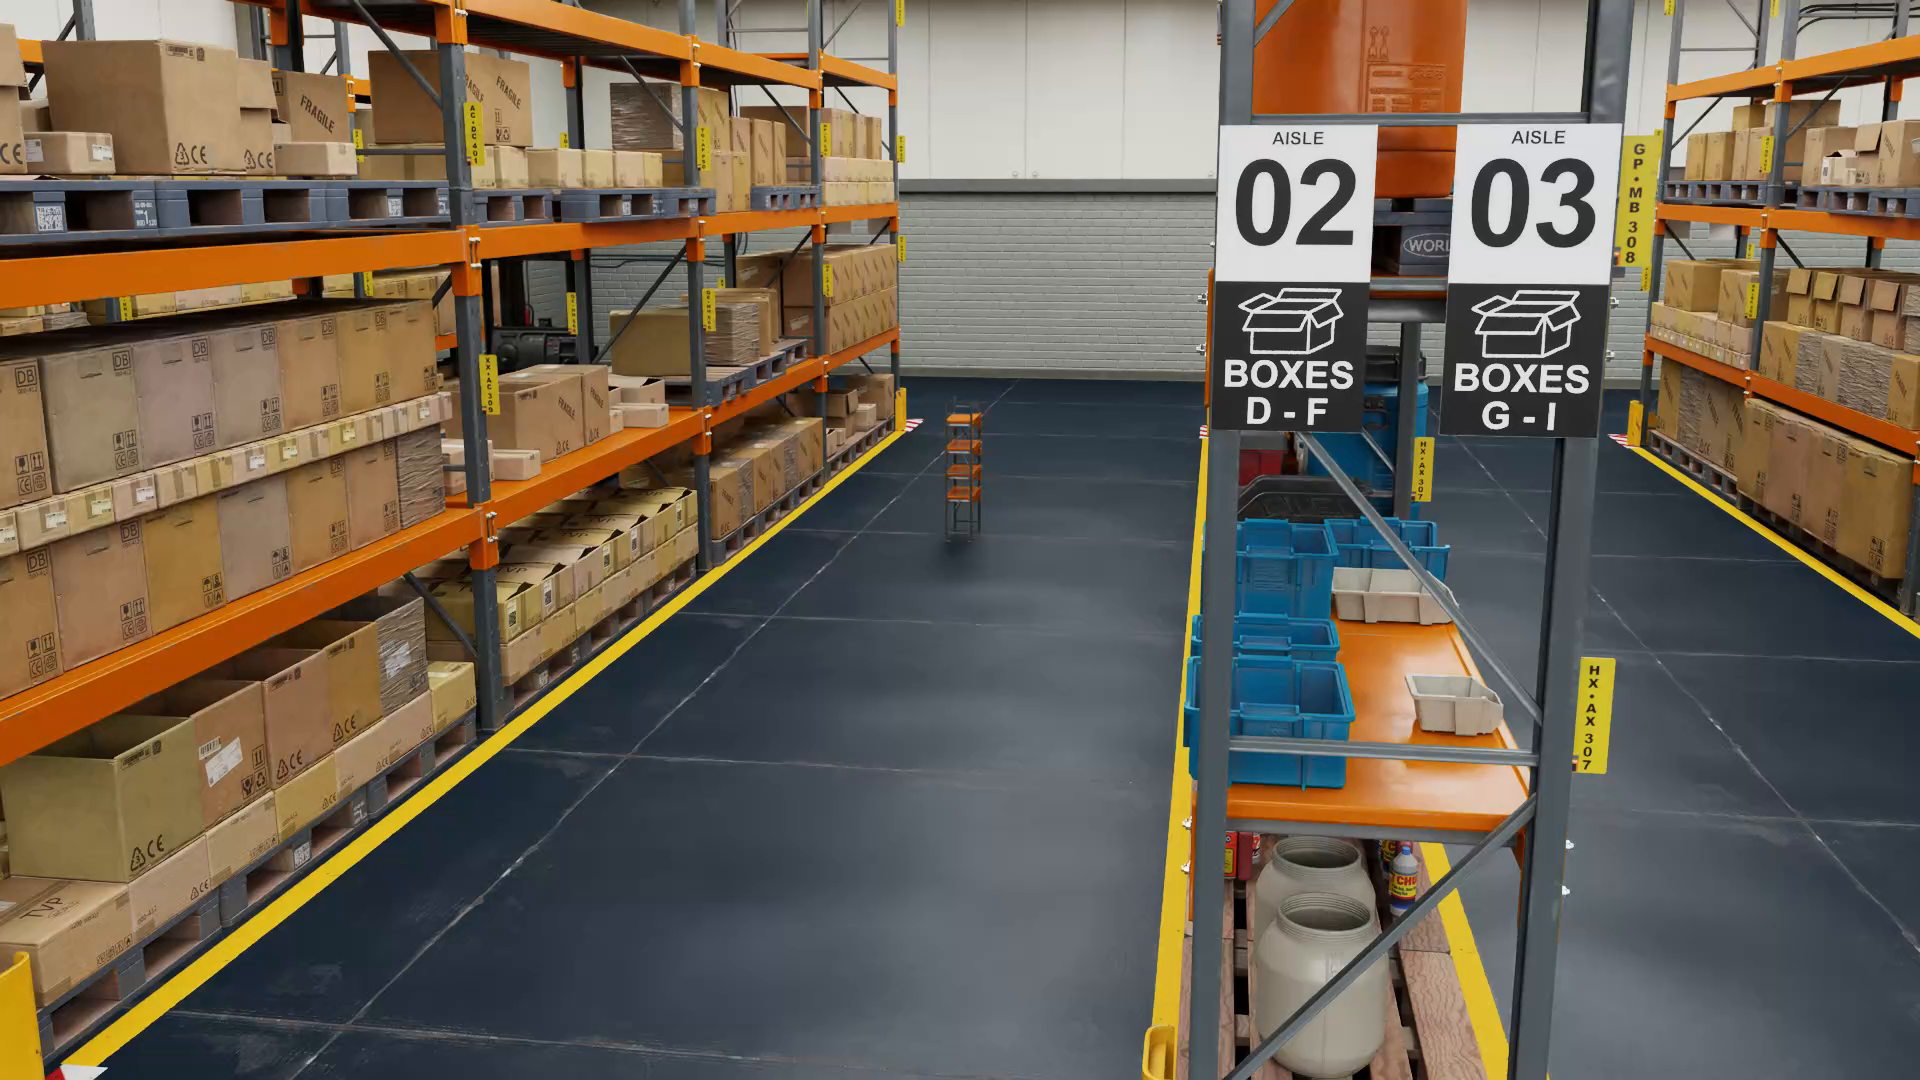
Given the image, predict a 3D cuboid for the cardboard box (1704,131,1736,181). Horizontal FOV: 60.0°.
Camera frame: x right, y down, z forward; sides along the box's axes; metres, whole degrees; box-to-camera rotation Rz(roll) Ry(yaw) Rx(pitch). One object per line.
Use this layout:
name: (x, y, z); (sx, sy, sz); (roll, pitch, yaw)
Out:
cardboard box: (8.259, -4.014, 17.409); (0.700, 0.500, 0.500); (1, 12, 5)

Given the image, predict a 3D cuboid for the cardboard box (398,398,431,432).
cardboard box: (-2.981, -0.652, 8.622); (0.380, 0.149, 0.250); (2, 12, 7)

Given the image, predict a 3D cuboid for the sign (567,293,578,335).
sign: (-3.033, -1.777, 13.057); (0.100, 0.325, 0.005); (2, 12, 9)

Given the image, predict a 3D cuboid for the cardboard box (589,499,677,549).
cardboard box: (-2.406, -0.144, 12.239); (0.500, 0.311, 0.500); (2, 12, 8)

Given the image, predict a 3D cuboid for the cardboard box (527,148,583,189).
cardboard box: (-2.756, -2.395, 10.728); (0.500, 0.250, 0.500); (1, 12, 4)

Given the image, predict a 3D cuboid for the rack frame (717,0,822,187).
rack frame: (-1.880, -4.999, 16.330); (1.000, 3.000, 0.127); (2, 12, 9)

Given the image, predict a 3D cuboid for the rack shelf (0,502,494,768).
rack shelf: (-3.418, 0.367, 7.378); (1.077, 0.370, 4.000); (2, 12, 9)

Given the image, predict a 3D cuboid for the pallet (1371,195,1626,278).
pallet: (1.392, -0.950, 5.111); (1.003, 0.211, 1.213); (2, 12, 9)

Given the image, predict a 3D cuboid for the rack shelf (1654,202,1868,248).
rack shelf: (8.215, -3.276, 17.160); (1.077, 0.370, 4.000); (2, 12, 9)

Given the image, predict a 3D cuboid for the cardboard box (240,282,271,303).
cardboard box: (-6.839, -2.373, 15.613); (0.500, 0.250, 0.500); (2, 12, 7)

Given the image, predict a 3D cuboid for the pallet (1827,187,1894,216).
pallet: (7.508, -2.655, 13.020); (1.003, 0.211, 1.213); (2, 12, 11)

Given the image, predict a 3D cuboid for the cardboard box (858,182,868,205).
cardboard box: (-1.328, -3.865, 18.543); (0.500, 0.250, 0.500); (2, 12, 9)

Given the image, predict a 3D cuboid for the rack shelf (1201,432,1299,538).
rack shelf: (2.091, -0.304, 10.494); (1.077, 0.370, 4.000); (2, 12, 9)

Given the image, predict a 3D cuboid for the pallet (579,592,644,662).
pallet: (-2.851, 0.553, 11.428); (1.003, 0.211, 1.213); (2, 12, 9)

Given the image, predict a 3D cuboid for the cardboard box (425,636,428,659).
cardboard box: (-3.333, 0.642, 9.924); (0.500, 0.250, 0.500); (2, 12, 8)

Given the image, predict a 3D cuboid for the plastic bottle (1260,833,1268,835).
plastic bottle: (1.305, 1.159, 7.418); (0.152, 0.276, 0.135); (2, 12, 9)

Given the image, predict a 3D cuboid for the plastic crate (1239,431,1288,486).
plastic crate: (1.555, -0.382, 8.993); (0.402, 0.464, 0.583); (2, 12, 9)

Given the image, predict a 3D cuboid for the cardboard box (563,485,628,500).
cardboard box: (-2.866, -0.270, 12.823); (0.500, 0.311, 0.500); (2, 12, 11)

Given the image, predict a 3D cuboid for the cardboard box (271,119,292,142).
cardboard box: (-3.532, -1.889, 7.900); (0.500, 0.311, 0.500); (1, 12, 6)

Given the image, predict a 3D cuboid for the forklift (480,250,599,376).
forklift: (-4.283, -1.935, 16.515); (1.130, 2.935, 3.031); (2, 12, 8)

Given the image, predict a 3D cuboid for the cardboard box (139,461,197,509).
cardboard box: (-3.295, -0.224, 6.636); (0.380, 0.149, 0.250); (1, 12, 7)

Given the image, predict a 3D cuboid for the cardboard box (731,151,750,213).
cardboard box: (-2.303, -3.055, 14.193); (0.910, 0.500, 0.500); (2, 12, 9)

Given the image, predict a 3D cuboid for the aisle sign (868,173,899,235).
aisle sign: (-0.952, -4.174, 20.572); (0.394, 0.787, 0.004); (2, 12, 9)

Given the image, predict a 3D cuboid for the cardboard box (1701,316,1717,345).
cardboard box: (7.872, -2.131, 16.913); (0.500, 0.250, 0.500); (2, 12, 10)

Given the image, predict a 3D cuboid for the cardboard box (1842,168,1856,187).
cardboard box: (7.530, -2.988, 13.719); (0.380, 0.149, 0.250); (1, 12, 6)

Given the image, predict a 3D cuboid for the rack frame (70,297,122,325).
rack frame: (-7.391, -1.393, 13.839); (1.000, 3.000, 0.127); (2, 12, 9)

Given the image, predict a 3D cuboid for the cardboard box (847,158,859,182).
cardboard box: (-1.396, -4.005, 18.006); (0.500, 0.250, 0.500); (2, 12, 9)

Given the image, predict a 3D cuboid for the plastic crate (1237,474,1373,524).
plastic crate: (1.577, -0.105, 8.006); (0.767, 0.338, 0.504); (2, 12, 9)

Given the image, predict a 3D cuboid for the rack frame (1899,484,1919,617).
rack frame: (7.292, -0.912, 11.605); (1.000, 3.000, 0.127); (2, 12, 9)

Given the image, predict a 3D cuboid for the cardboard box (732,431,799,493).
cardboard box: (-1.835, -0.741, 15.699); (0.500, 0.500, 0.500); (2, 12, 9)

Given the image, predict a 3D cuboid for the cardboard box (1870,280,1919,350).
cardboard box: (7.524, -1.739, 12.822); (0.797, 0.503, 0.637); (2, 12, 10)

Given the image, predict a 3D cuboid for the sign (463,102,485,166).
sign: (-2.562, -2.141, 8.774); (0.100, 0.325, 0.005); (2, 12, 9)

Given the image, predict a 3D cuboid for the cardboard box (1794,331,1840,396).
cardboard box: (7.436, -1.497, 14.083); (0.500, 0.500, 0.500); (2, 12, 7)

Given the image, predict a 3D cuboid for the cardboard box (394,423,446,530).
cardboard box: (-3.173, -0.357, 8.794); (0.700, 0.500, 0.500); (2, 12, 7)

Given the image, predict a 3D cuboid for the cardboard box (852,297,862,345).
cardboard box: (-1.378, -2.423, 18.381); (0.500, 0.500, 0.500); (2, 12, 8)

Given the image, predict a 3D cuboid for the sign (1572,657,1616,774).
sign: (1.711, 0.476, 4.506); (0.100, 0.325, 0.005); (2, 12, 9)

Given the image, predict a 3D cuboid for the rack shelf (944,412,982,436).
rack shelf: (0.025, -1.005, 14.444); (0.258, 0.148, 0.480); (2, 12, 9)

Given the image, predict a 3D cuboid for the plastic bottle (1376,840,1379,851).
plastic bottle: (1.854, 1.210, 7.191); (0.097, 0.271, 0.097); (0, 12, 0)

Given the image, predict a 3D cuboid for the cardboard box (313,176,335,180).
cardboard box: (-6.902, -4.023, 18.044); (0.500, 0.250, 0.500); (2, 12, 9)

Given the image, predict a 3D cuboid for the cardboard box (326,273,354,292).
cardboard box: (-6.595, -2.691, 17.090); (0.500, 0.250, 0.500); (2, 12, 10)

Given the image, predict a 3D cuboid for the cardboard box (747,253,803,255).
cardboard box: (-1.982, -2.824, 17.869); (0.500, 0.500, 0.500); (2, 12, 8)

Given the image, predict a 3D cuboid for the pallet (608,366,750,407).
pallet: (-2.461, -1.283, 13.784); (1.213, 0.211, 1.003); (2, 12, 9)

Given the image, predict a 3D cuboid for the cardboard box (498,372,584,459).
cardboard box: (-2.818, -0.823, 10.956); (0.500, 0.500, 0.500); (2, 12, 9)

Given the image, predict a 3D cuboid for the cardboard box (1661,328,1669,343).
cardboard box: (8.065, -2.285, 18.570); (0.380, 0.149, 0.250); (2, 12, 7)

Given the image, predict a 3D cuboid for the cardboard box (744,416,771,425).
cardboard box: (-2.195, -0.967, 16.748); (0.500, 0.500, 0.500); (1, 12, 6)

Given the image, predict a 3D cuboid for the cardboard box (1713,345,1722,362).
cardboard box: (7.749, -1.857, 16.584); (0.380, 0.149, 0.250); (2, 12, 10)

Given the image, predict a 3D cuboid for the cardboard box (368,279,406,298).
cardboard box: (-6.676, -2.485, 18.193); (0.980, 0.700, 0.700); (2, 12, 10)

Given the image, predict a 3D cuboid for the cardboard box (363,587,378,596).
cardboard box: (-3.491, 0.458, 9.000); (0.500, 0.500, 0.500); (2, 12, 9)

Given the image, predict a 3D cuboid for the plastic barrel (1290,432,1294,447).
plastic barrel: (2.387, -0.818, 10.905); (0.421, 0.512, 0.421); (0, 12, 0)

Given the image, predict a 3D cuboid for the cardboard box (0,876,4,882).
cardboard box: (-3.935, 1.449, 6.179); (0.500, 0.250, 0.500); (2, 12, 9)

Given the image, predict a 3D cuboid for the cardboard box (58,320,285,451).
cardboard box: (-3.404, -0.678, 7.203); (0.700, 0.500, 0.500); (2, 12, 9)

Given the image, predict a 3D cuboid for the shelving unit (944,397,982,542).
shelving unit: (0.025, -0.621, 14.527); (0.258, 1.200, 0.503); (2, 12, 9)

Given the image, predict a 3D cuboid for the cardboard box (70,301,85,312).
cardboard box: (-7.577, -2.067, 14.193); (0.500, 0.250, 0.500); (2, 12, 10)

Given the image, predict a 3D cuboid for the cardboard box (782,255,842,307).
cardboard box: (-1.530, -2.693, 17.259); (0.500, 0.500, 0.500); (2, 12, 10)

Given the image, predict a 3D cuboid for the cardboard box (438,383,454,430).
cardboard box: (-6.398, -1.573, 19.609); (0.700, 0.500, 0.500); (2, 12, 10)

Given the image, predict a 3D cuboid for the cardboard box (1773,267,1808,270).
cardboard box: (8.393, -2.485, 16.776); (0.500, 0.500, 0.500); (1, 12, 7)

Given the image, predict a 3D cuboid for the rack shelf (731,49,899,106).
rack shelf: (-1.573, -5.062, 18.338); (1.077, 0.370, 4.000); (2, 12, 9)

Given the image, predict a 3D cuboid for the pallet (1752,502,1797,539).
pallet: (7.863, -0.218, 15.006); (1.003, 0.211, 1.213); (2, 12, 9)
